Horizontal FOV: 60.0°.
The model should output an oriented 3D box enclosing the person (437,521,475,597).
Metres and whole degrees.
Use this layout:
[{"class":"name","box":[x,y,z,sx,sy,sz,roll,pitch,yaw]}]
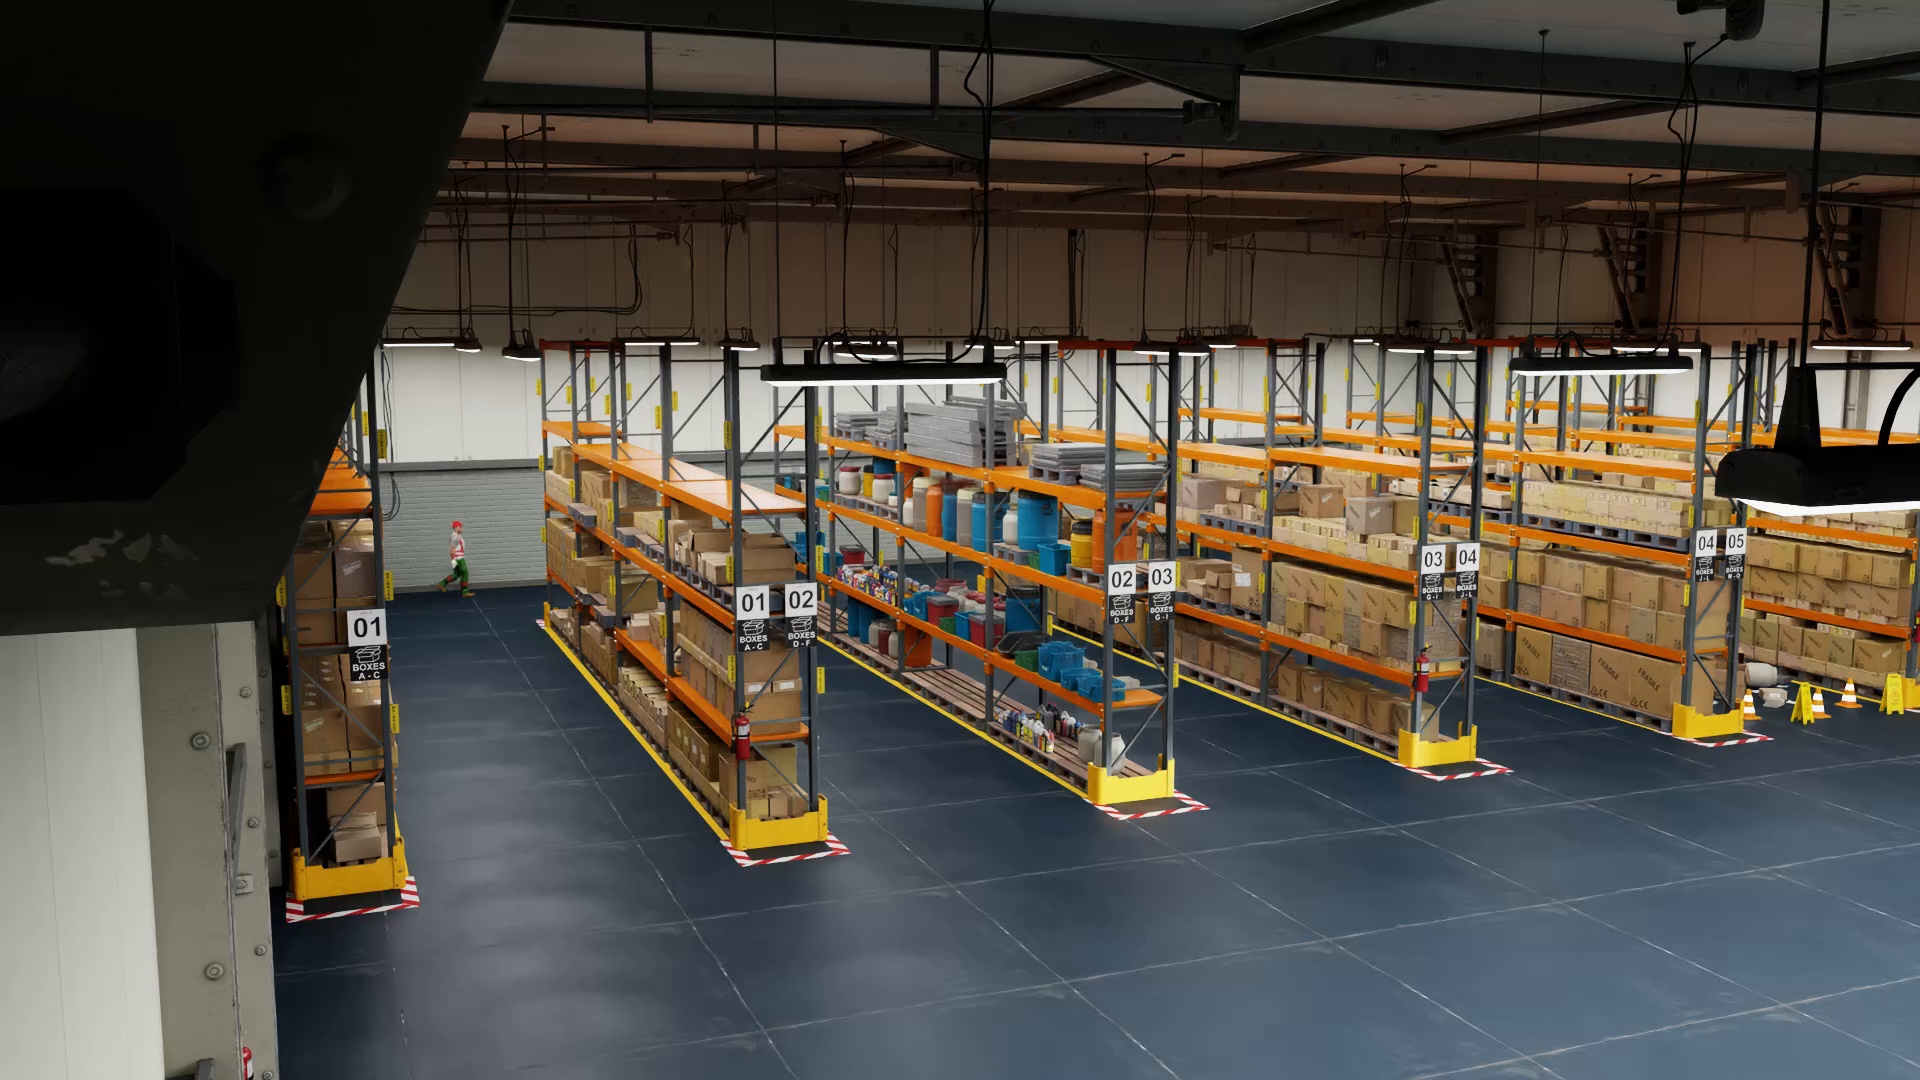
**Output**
[{"class":"person","box":[-11.695,0.442,38.492,0.832,1.772,0.500,-4,8,-26]}]
